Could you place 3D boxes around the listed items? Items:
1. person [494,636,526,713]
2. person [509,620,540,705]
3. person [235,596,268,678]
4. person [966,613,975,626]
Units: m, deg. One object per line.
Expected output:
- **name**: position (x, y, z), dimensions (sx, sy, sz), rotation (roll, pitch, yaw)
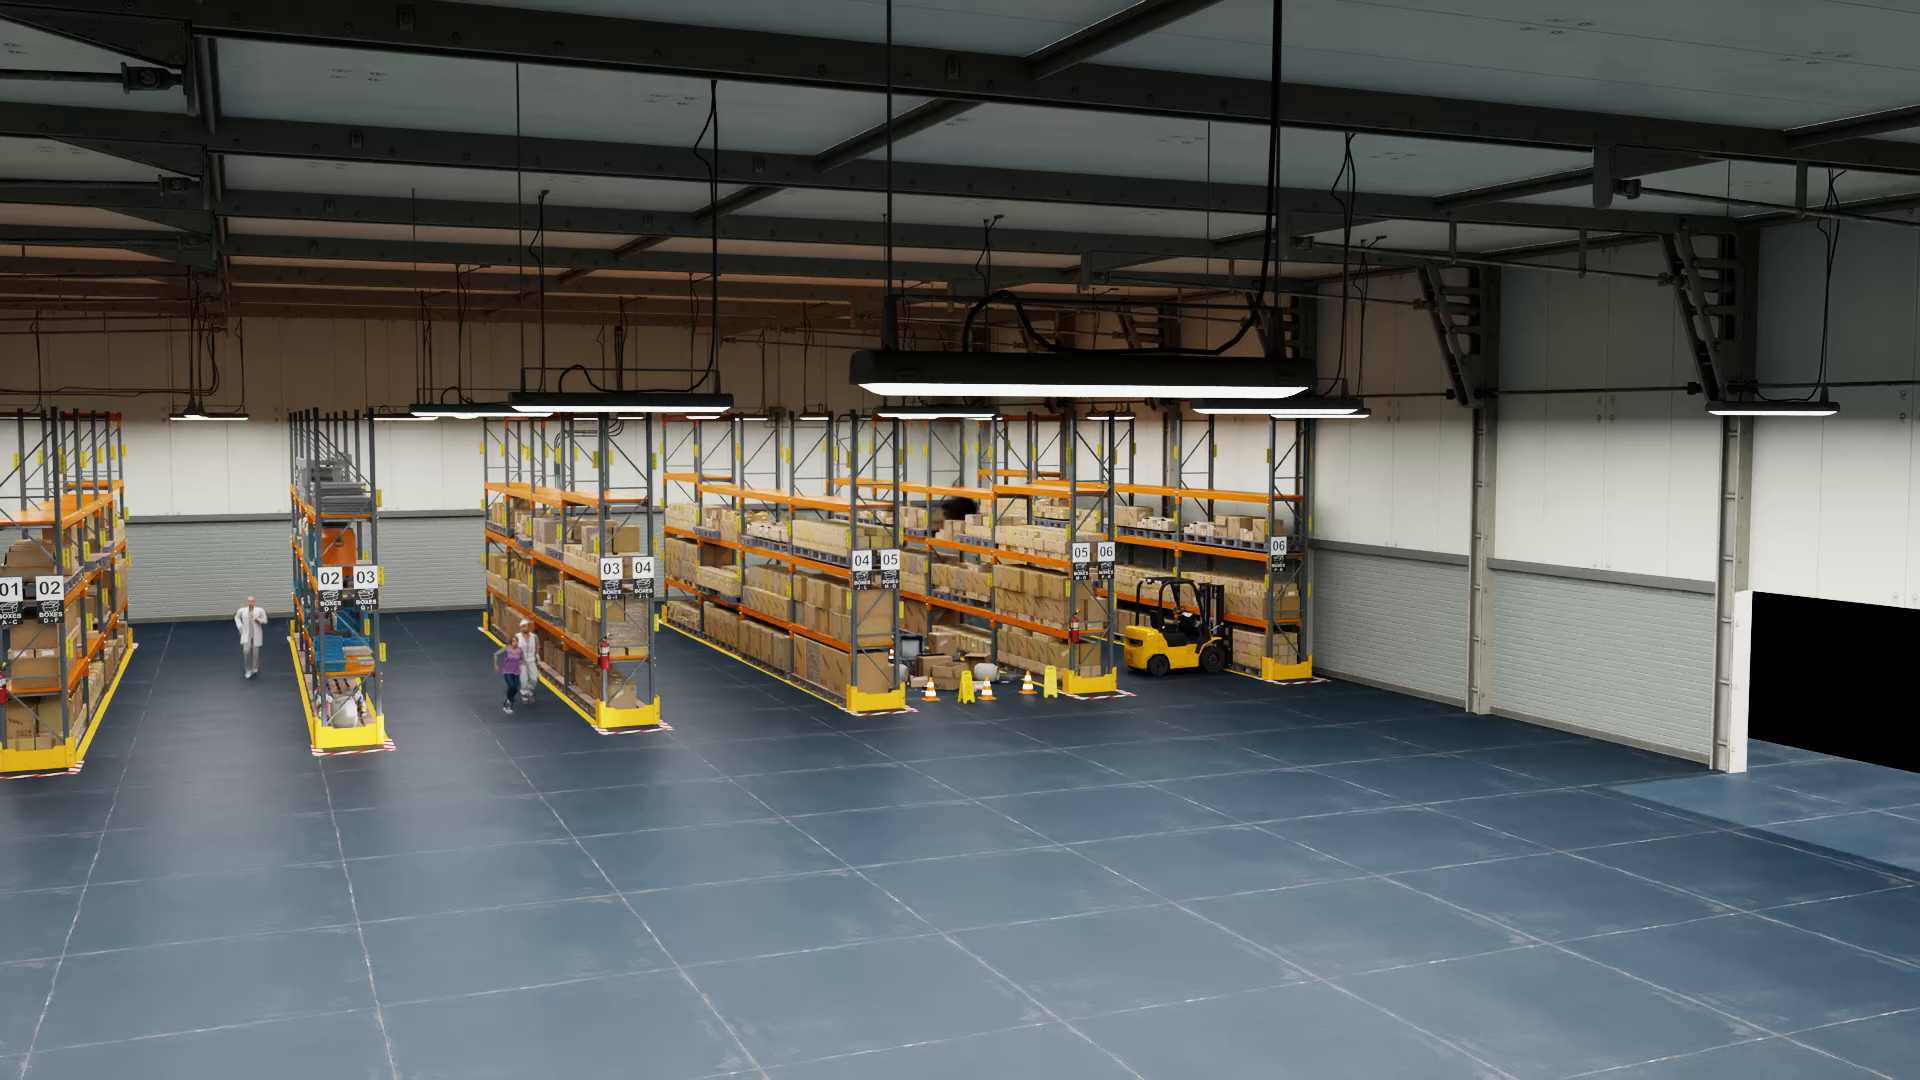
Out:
- **person**: position (-8.819, 2.648, 32.706), dimensions (0.569, 1.548, 0.677), rotation (-3, 5, -33)
- **person**: position (-8.779, 2.482, 33.636), dimensions (0.663, 1.744, 0.590), rotation (-2, 4, -26)
- **person**: position (-16.056, 2.204, 37.672), dimensions (0.667, 1.829, 0.801), rotation (-2, 4, -22)
- **person**: position (0.328, 1.560, 47.109), dimensions (0.644, 1.727, 0.580), rotation (-2, 5, -29)
